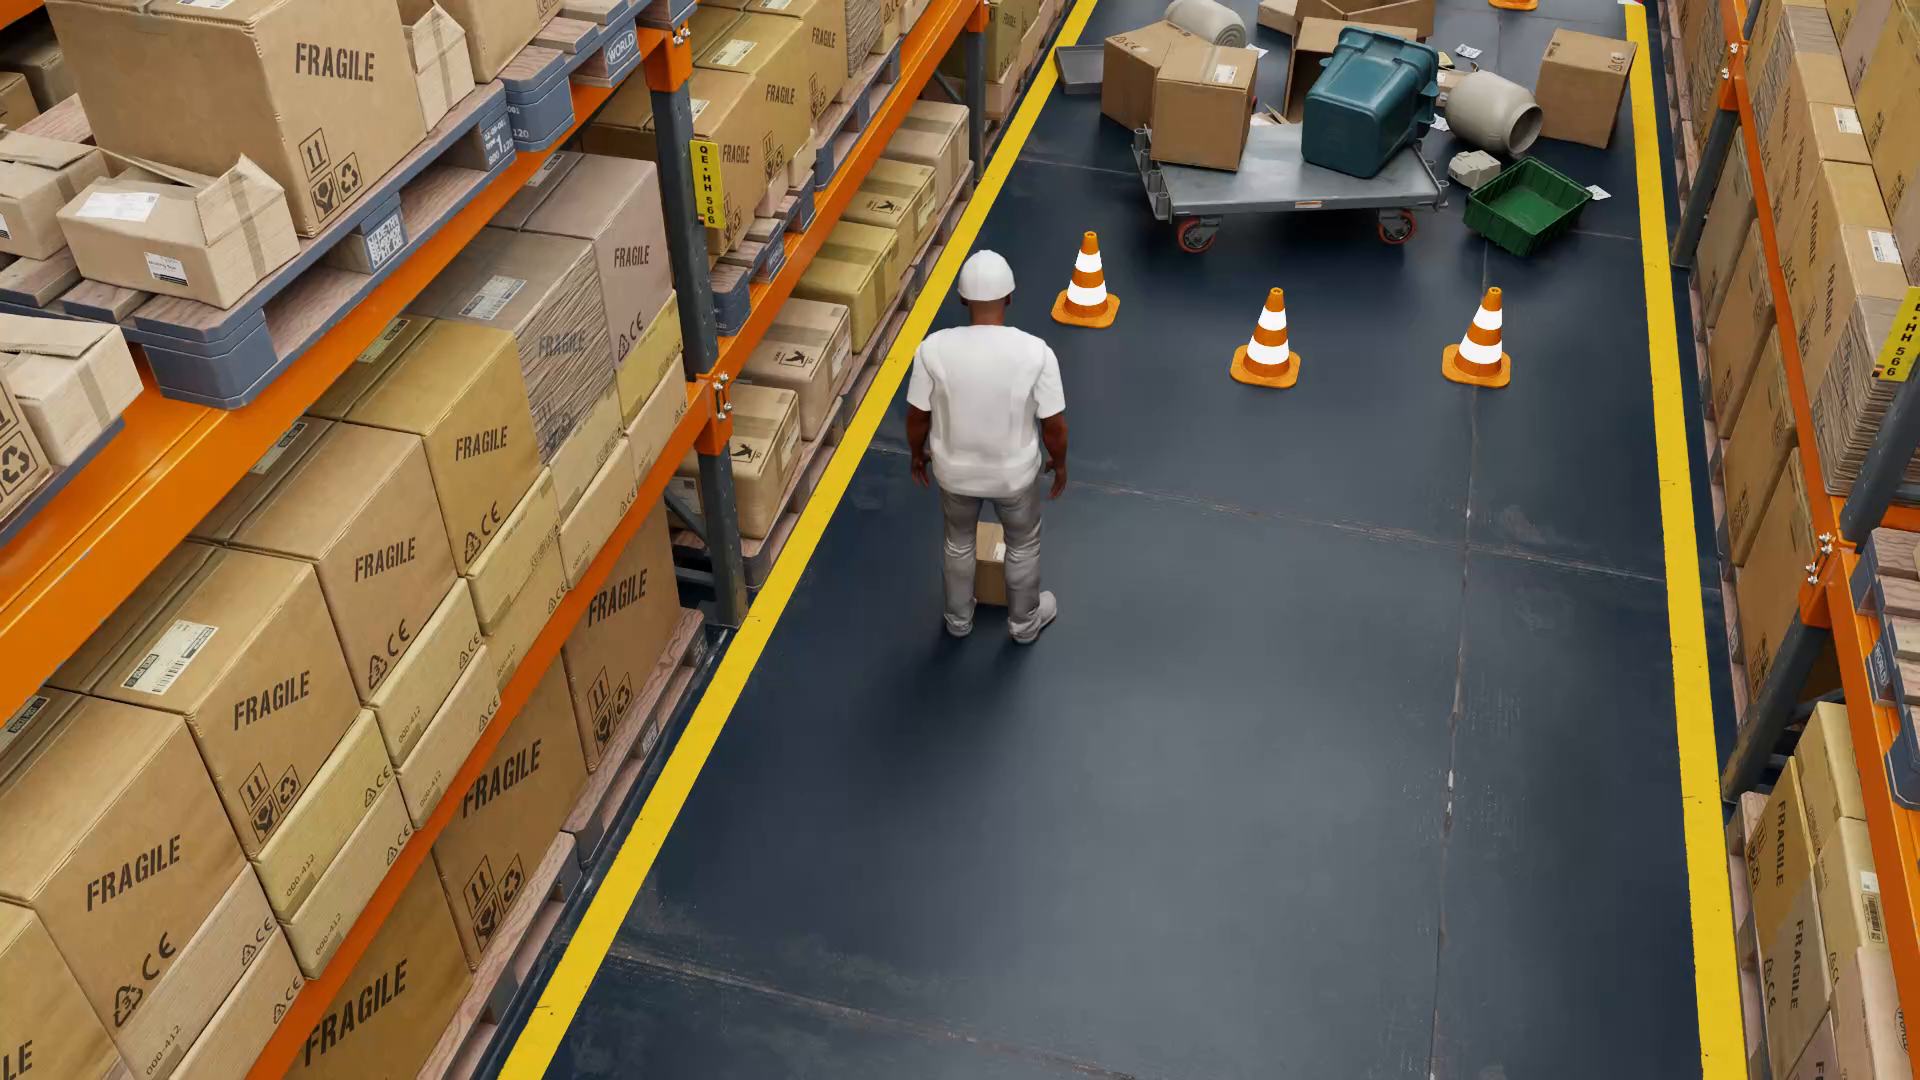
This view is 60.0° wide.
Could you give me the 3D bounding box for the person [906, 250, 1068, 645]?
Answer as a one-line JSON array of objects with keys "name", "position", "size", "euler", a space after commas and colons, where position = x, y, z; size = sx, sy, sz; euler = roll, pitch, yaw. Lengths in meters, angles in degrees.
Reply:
[{"name": "person", "position": [0.110, -0.319, 6.515], "size": [0.628, 1.759, 0.461], "euler": [6, 41, 7]}]
